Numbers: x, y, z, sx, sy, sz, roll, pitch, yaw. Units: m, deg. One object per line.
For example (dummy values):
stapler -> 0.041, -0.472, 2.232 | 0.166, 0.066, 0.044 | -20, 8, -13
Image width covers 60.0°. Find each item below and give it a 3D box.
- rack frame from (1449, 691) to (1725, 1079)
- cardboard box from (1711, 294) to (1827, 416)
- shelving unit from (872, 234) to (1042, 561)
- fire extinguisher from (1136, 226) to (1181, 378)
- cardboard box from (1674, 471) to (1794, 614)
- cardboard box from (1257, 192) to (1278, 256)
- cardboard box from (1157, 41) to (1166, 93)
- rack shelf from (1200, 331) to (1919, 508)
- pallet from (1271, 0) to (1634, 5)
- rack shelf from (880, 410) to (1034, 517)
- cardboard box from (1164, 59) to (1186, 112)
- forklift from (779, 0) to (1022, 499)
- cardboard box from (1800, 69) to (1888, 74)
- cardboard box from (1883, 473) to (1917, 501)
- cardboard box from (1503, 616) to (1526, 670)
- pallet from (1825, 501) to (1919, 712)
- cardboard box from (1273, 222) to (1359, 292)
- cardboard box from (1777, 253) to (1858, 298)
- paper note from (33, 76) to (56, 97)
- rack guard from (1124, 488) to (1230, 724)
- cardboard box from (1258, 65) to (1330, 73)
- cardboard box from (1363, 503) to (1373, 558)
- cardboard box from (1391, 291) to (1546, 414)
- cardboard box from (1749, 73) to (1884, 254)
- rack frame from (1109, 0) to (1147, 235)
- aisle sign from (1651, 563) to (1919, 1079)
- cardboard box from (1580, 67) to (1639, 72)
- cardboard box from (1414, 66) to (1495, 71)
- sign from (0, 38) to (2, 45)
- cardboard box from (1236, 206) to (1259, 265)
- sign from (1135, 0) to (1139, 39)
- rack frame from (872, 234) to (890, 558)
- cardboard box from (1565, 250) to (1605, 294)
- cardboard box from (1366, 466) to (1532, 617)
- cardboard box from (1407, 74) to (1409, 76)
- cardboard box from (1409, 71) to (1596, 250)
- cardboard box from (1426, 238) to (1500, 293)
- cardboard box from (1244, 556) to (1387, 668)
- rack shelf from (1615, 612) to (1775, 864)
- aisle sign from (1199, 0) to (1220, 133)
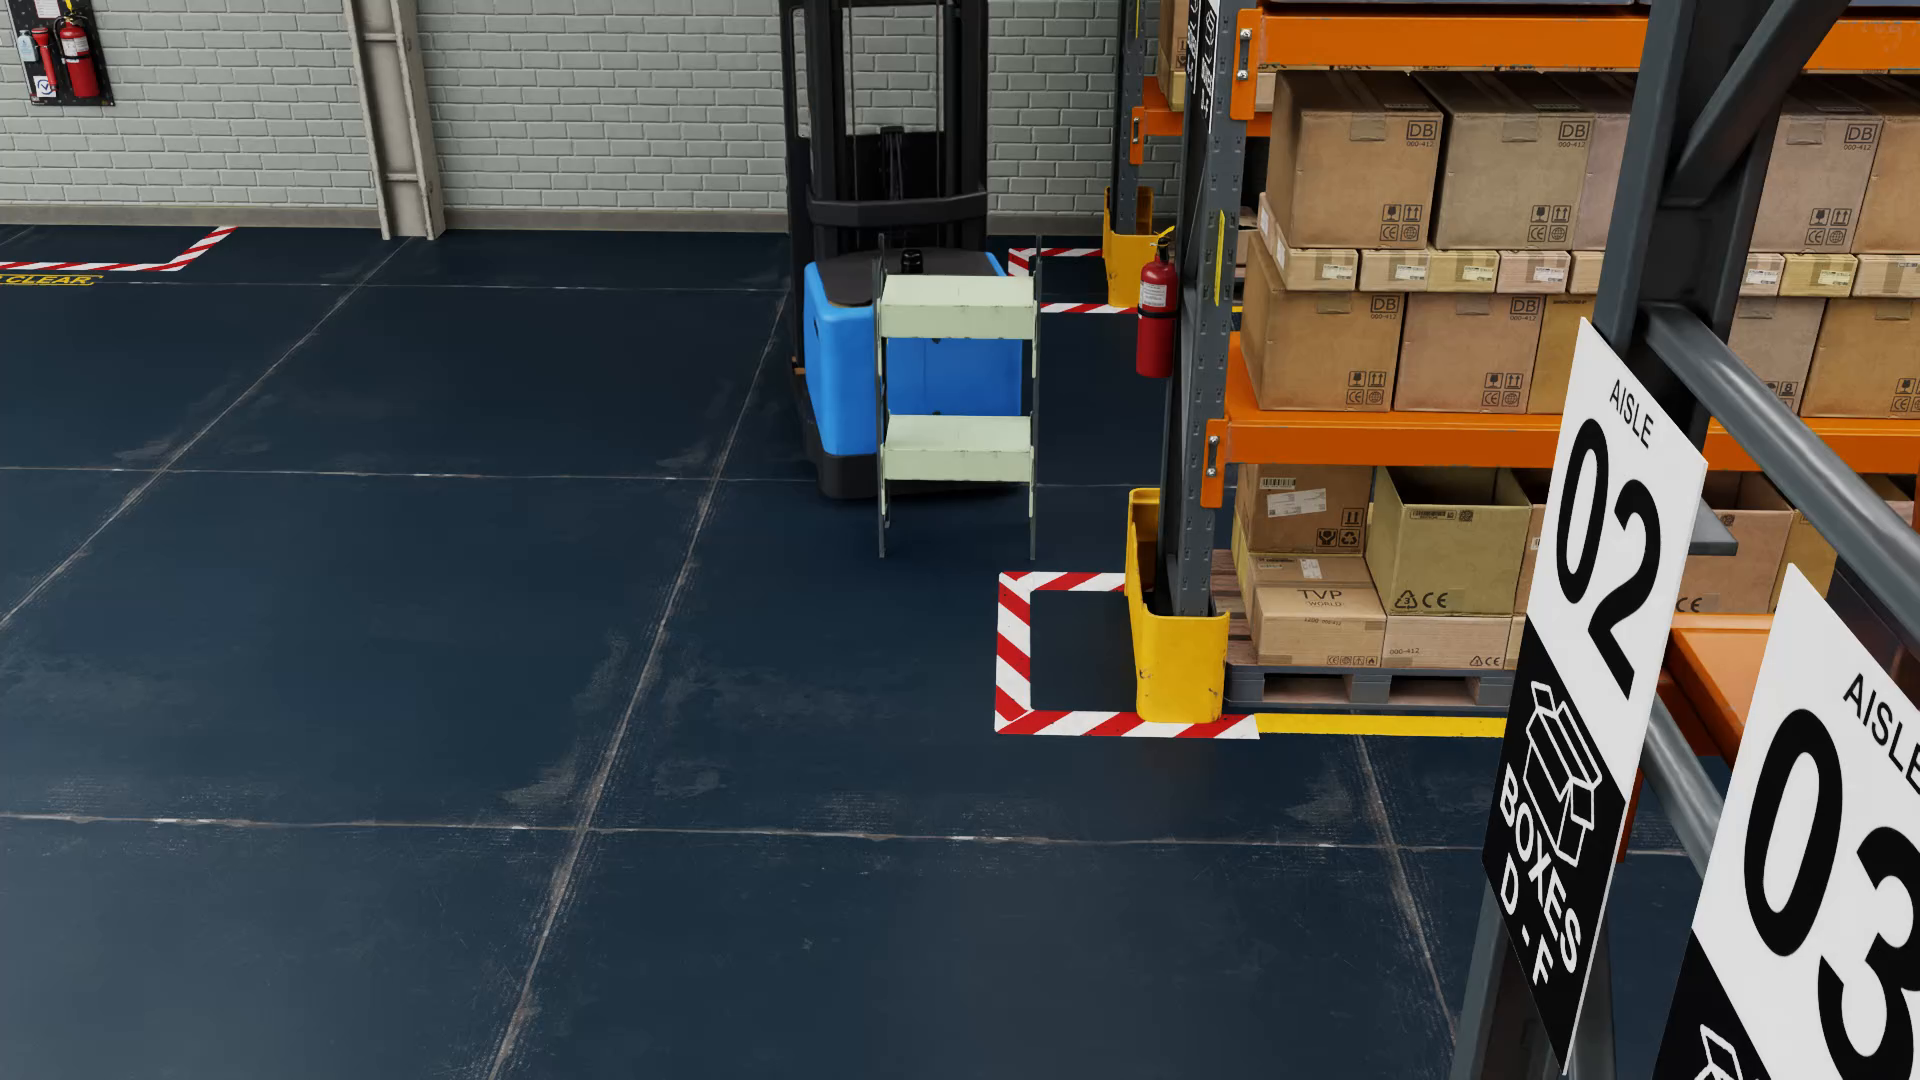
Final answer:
rack frame -> 0.772, 1.472, 2.270 | 0.127, 3.000, 1.000 | 1, 28, 2
cardboard box -> 2.964, -0.852, 6.549 | 0.500, 0.500, 0.700 | 2, 28, 3
shelving unit -> -0.007, -0.663, 7.899 | 0.755, 1.500, 0.431 | 1, 28, 2
fire extinguisher -> 0.849, -1.032, 7.076 | 0.183, 0.674, 0.296 | 1, 28, 2
cardboard box -> 2.978, -0.009, 6.752 | 0.500, 0.500, 0.500 | 1, 28, 2
cardboard box -> 1.339, -1.260, 6.625 | 0.250, 0.149, 0.380 | 0, 28, 1
cardboard box -> 1.596, -3.191, 11.205 | 0.500, 0.250, 0.500 | 1, 28, 3
rack shelf -> 2.949, -0.495, 6.750 | 4.000, 0.370, 1.077 | 1, 28, 2
pallet -> 1.656, -2.109, 5.917 | 1.213, 0.211, 1.003 | 1, 28, 2
rack shelf -> -0.007, -0.375, 8.052 | 0.720, 0.370, 0.431 | 1, 28, 2
cardboard box -> 1.598, -2.951, 10.753 | 0.500, 0.250, 0.500 | 0, 28, 0
forklift -> -0.438, -2.172, 9.218 | 1.130, 2.935, 3.031 | -5, 28, -9
cardboard box -> 5.627, -3.313, 10.721 | 0.500, 0.500, 0.700 | 1, 28, 2
cardboard box -> 3.978, -0.001, 6.736 | 0.500, 0.500, 0.500 | 1, 28, 2
cardboard box -> 2.478, 0.311, 6.948 | 0.500, 0.250, 0.500 | 1, 28, 2
pallet -> 1.595, 0.290, 1.500 | 1.213, 0.211, 1.003 | 1, 28, 2
cardboard box -> 1.335, -1.070, 6.266 | 0.250, 0.149, 0.380 | 1, 28, 1
cardboard box -> 3.134, -1.040, 6.210 | 0.250, 0.149, 0.380 | 2, 28, 3
paper note -> -6.787, -3.362, 12.331 | 0.142, 0.148, 0.016 | 1, 28, 2
rack guard -> 0.927, 0.258, 7.230 | 0.348, 0.500, 1.175 | 1, 28, 2
cardboard box -> 2.082, -3.278, 10.568 | 0.500, 0.500, 0.500 | 1, 28, 2
cardboard box -> 1.997, 0.056, 7.429 | 0.500, 0.250, 0.500 | 1, 28, 2
cardboard box -> 1.942, -0.870, 6.582 | 0.500, 0.500, 0.700 | 2, 28, 3
cardboard box -> 3.000, -1.427, 6.247 | 0.500, 0.500, 0.700 | 1, 28, 2
rack frame -> 1.122, -3.165, 11.018 | 0.127, 3.000, 1.000 | 1, 28, 2
aisle sign -> 0.690, 0.460, 1.405 | 0.004, 0.787, 0.394 | 1, 28, 2
cardboard box -> 4.137, -3.241, 10.500 | 0.500, 0.500, 0.500 | 1, 28, 2
cardboard box -> 3.114, -3.263, 10.541 | 0.500, 0.500, 0.500 | 2, 28, 3
sign -> -7.162, -3.789, 12.158 | 0.234, 0.329, 0.001 | 1, 28, 2
cardboard box -> 1.810, -2.118, 11.444 | 0.500, 0.311, 0.500 | -2, 28, -4
sign -> 1.103, -3.294, 10.336 | 0.005, 0.325, 0.100 | 1, 28, 2
rack frame -> -0.372, -0.669, 7.910 | 0.023, 1.500, 0.400 | 1, 28, 2
cardboard box -> 2.367, -1.053, 6.235 | 0.250, 0.149, 0.380 | 0, 28, 0
cardboard box -> 1.978, -0.028, 6.787 | 0.500, 0.500, 0.500 | 1, 28, 2
cardboard box -> 2.626, -2.938, 10.728 | 0.500, 0.250, 0.500 | 1, 28, 1
cardboard box -> 1.995, -1.443, 6.277 | 0.500, 0.500, 0.700 | 0, 28, 0
cardboard box -> 1.848, -1.062, 6.251 | 0.250, 0.149, 0.380 | 1, 28, 2
cardboard box -> 1.479, 0.296, 6.976 | 0.500, 0.250, 0.500 | 1, 28, 2
rack shelf -> 2.771, 0.498, 1.674 | 4.000, 0.370, 1.077 | 1, 28, 2
aisle sign -> 0.874, -1.853, 5.767 | 0.004, 0.787, 0.394 | 1, 28, 2
